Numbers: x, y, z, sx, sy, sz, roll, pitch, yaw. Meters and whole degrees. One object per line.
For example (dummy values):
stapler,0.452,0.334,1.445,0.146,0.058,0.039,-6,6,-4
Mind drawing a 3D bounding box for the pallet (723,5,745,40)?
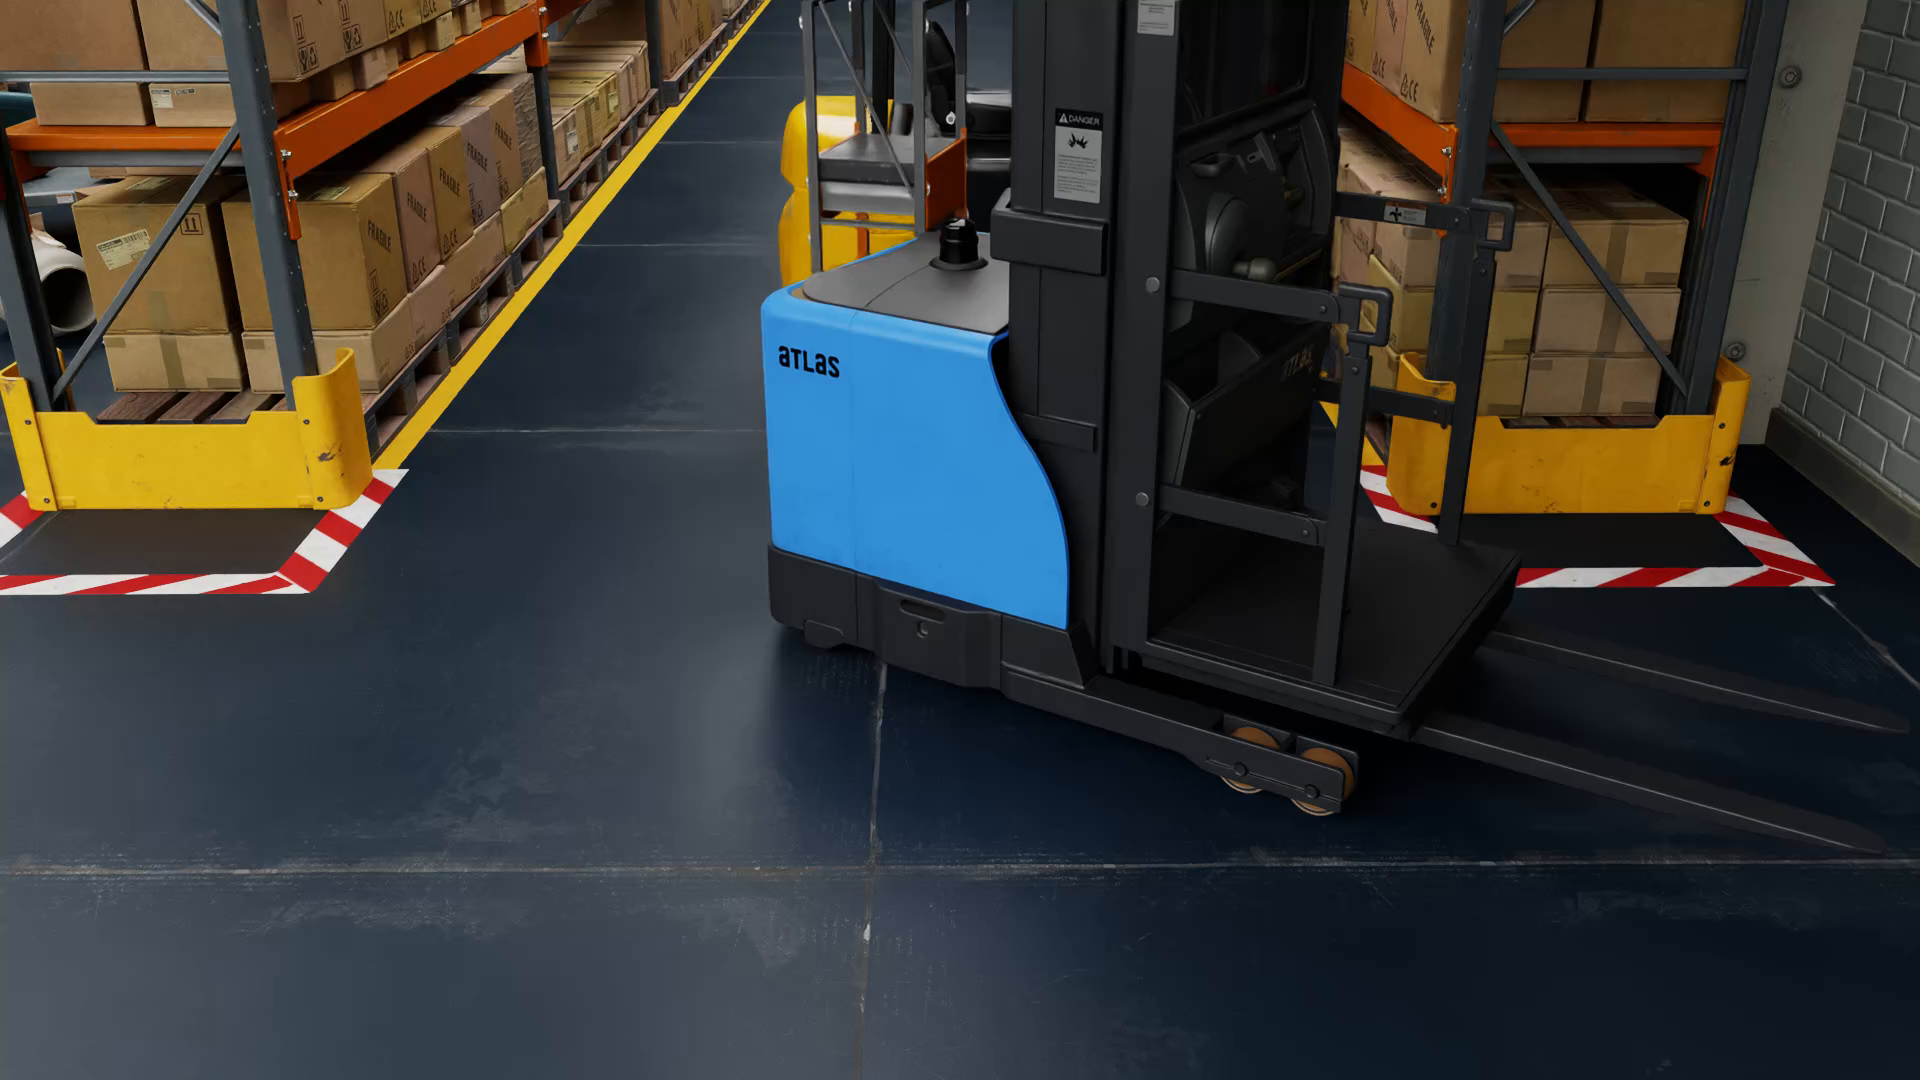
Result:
pallet,-2.850,-5.502,17.659,1.003,0.211,1.213,0,24,-1

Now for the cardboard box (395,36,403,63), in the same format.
cardboard box,-2.581,-2.074,7.001,0.380,0.149,0.250,1,24,1

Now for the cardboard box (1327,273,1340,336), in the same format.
cardboard box,1.861,-1.080,7.325,0.500,0.250,0.500,0,24,0

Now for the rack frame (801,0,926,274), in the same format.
rack frame,-0.305,-1.037,5.493,0.400,2.100,0.015,7,25,14

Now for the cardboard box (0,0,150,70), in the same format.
cardboard box,-3.071,-1.918,5.868,0.500,0.500,0.500,-1,24,-1

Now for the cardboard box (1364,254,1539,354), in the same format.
cardboard box,1.856,-0.903,6.328,0.500,0.250,0.500,-1,24,-1

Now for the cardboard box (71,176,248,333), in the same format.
cardboard box,-3.059,-1.123,6.511,0.500,0.500,0.500,0,24,0

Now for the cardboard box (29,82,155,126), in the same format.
cardboard box,-3.007,-1.553,5.848,0.380,0.149,0.250,1,24,1

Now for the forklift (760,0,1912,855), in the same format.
forklift,0.940,-0.888,4.157,3.031,2.935,1.130,15,28,29

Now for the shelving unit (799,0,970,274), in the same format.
shelving unit,-0.239,-1.134,5.707,0.431,2.100,0.503,7,25,14

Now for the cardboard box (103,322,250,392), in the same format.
cardboard box,-3.067,-0.794,6.693,0.500,0.250,0.500,0,24,-1

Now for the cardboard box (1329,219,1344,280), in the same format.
cardboard box,1.835,-1.323,7.255,0.500,0.250,0.500,-1,24,-2

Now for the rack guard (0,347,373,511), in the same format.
rack guard,-2.790,-0.406,6.042,1.175,0.500,0.348,0,24,-1

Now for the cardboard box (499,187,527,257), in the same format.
cardboard box,-2.542,-1.639,8.561,0.500,0.250,0.500,-1,24,-2

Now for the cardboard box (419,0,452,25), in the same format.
cardboard box,-2.546,-2.524,7.209,0.500,0.500,0.500,-1,24,-2

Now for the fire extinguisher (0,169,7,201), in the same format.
fire extinguisher,-3.249,-1.430,5.365,0.296,0.674,0.183,0,24,-1

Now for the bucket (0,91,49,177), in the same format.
bucket,-5.475,-2.254,9.221,0.726,0.611,0.620,8,16,18

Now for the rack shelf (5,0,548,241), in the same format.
rack shelf,-2.811,-2.010,7.428,1.077,0.370,4.000,0,24,-1

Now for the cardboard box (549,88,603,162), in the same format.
cardboard box,-2.852,-2.669,10.690,0.950,0.372,0.625,1,24,3

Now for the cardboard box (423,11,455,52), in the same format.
cardboard box,-2.498,-2.287,7.471,0.380,0.149,0.250,0,24,0

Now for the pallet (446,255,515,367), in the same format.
pallet,-2.774,-1.111,7.951,1.003,0.211,1.213,0,24,-1

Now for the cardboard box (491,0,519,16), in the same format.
cardboard box,-2.515,-2.814,8.637,0.380,0.149,0.250,0,24,1

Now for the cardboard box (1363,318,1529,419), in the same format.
cardboard box,1.853,-0.669,6.415,0.500,0.250,0.500,0,24,0

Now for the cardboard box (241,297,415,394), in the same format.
cardboard box,-2.521,-0.786,6.675,0.500,0.250,0.500,0,24,-1

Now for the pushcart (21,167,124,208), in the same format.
pushcart,-5.112,-1.937,9.574,1.648,0.377,0.936,-9,26,-19

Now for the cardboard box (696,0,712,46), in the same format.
cardboard box,-2.816,-5.055,15.355,0.875,0.875,0.875,0,24,1

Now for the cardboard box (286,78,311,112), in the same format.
cardboard box,-2.603,-1.645,6.051,0.380,0.149,0.250,0,24,0

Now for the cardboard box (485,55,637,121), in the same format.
cardboard box,-2.864,-3.268,12.014,0.950,0.372,0.625,-1,24,-2

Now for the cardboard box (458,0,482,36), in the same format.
cardboard box,-2.510,-2.498,7.938,0.380,0.149,0.250,-1,24,-1

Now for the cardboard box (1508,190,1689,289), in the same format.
cardboard box,2.358,-1.131,6.224,0.500,0.250,0.500,-1,24,-1

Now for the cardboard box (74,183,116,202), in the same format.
cardboard box,-4.182,-1.577,8.627,0.500,0.500,0.500,19,30,35

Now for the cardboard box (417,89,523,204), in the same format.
cardboard box,-2.551,-1.990,8.428,0.500,0.500,0.500,0,24,0

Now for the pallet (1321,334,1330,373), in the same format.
pallet,2.114,-1.084,7.890,1.003,0.211,1.213,0,24,-1

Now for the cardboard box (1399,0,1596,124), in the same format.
cardboard box,1.906,-1.785,5.936,0.500,0.500,0.500,-1,24,-2

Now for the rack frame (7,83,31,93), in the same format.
rack frame,-7.825,-4.747,12.605,1.000,3.000,0.127,0,24,-1

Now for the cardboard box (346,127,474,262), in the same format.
cardboard box,-2.530,-1.560,7.476,0.500,0.500,0.500,0,24,0

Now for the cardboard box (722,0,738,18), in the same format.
cardboard box,-2.820,-5.742,17.405,0.875,0.438,0.875,-1,24,-1

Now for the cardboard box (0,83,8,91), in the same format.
cardboard box,-7.908,-3.662,12.426,1.050,0.750,0.750,-1,24,-1

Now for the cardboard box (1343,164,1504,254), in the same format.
cardboard box,1.846,-1.331,6.666,0.500,0.250,0.500,0,24,0

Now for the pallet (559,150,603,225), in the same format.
pallet,-2.843,-2.213,10.386,1.003,0.211,1.213,0,24,-1

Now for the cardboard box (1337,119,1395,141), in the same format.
cardboard box,1.832,-1.747,7.587,0.500,0.250,0.500,-1,24,-2

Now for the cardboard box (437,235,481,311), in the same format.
cardboard box,-2.538,-1.221,7.638,0.500,0.250,0.500,1,24,3

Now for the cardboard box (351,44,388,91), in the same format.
cardboard box,-2.481,-1.859,6.525,0.380,0.149,0.250,0,24,0

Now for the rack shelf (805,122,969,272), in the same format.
rack shelf,-0.239,-1.121,5.713,0.431,0.518,0.480,7,25,14

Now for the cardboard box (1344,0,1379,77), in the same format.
cardboard box,1.904,-2.210,6.875,0.500,0.500,0.500,-1,24,-2

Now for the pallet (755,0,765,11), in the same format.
pallet,-2.877,-6.507,19.882,1.003,0.211,1.213,0,24,-1

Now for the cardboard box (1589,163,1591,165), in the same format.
cardboard box,2.354,-1.543,7.135,0.500,0.250,0.500,0,24,-1

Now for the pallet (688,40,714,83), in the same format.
pallet,-2.820,-4.367,15.149,1.003,0.211,1.213,0,24,-1

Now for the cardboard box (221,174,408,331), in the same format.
cardboard box,-2.522,-1.138,6.543,0.500,0.500,0.500,-1,24,-2

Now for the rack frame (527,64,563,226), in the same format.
rack frame,-2.833,-3.162,9.102,1.000,3.000,0.127,0,24,-1

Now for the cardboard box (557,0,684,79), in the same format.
cardboard box,-2.801,-4.319,13.728,0.875,0.875,0.875,0,24,-1

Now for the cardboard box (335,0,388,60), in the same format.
cardboard box,-2.526,-2.105,6.282,0.500,0.500,0.500,0,24,1

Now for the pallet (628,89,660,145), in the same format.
pallet,-2.869,-3.218,12.609,1.003,0.211,1.213,0,24,-1

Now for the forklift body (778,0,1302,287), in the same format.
forklift body,0.329,-1.924,7.395,2.313,2.155,1.214,0,24,-1
